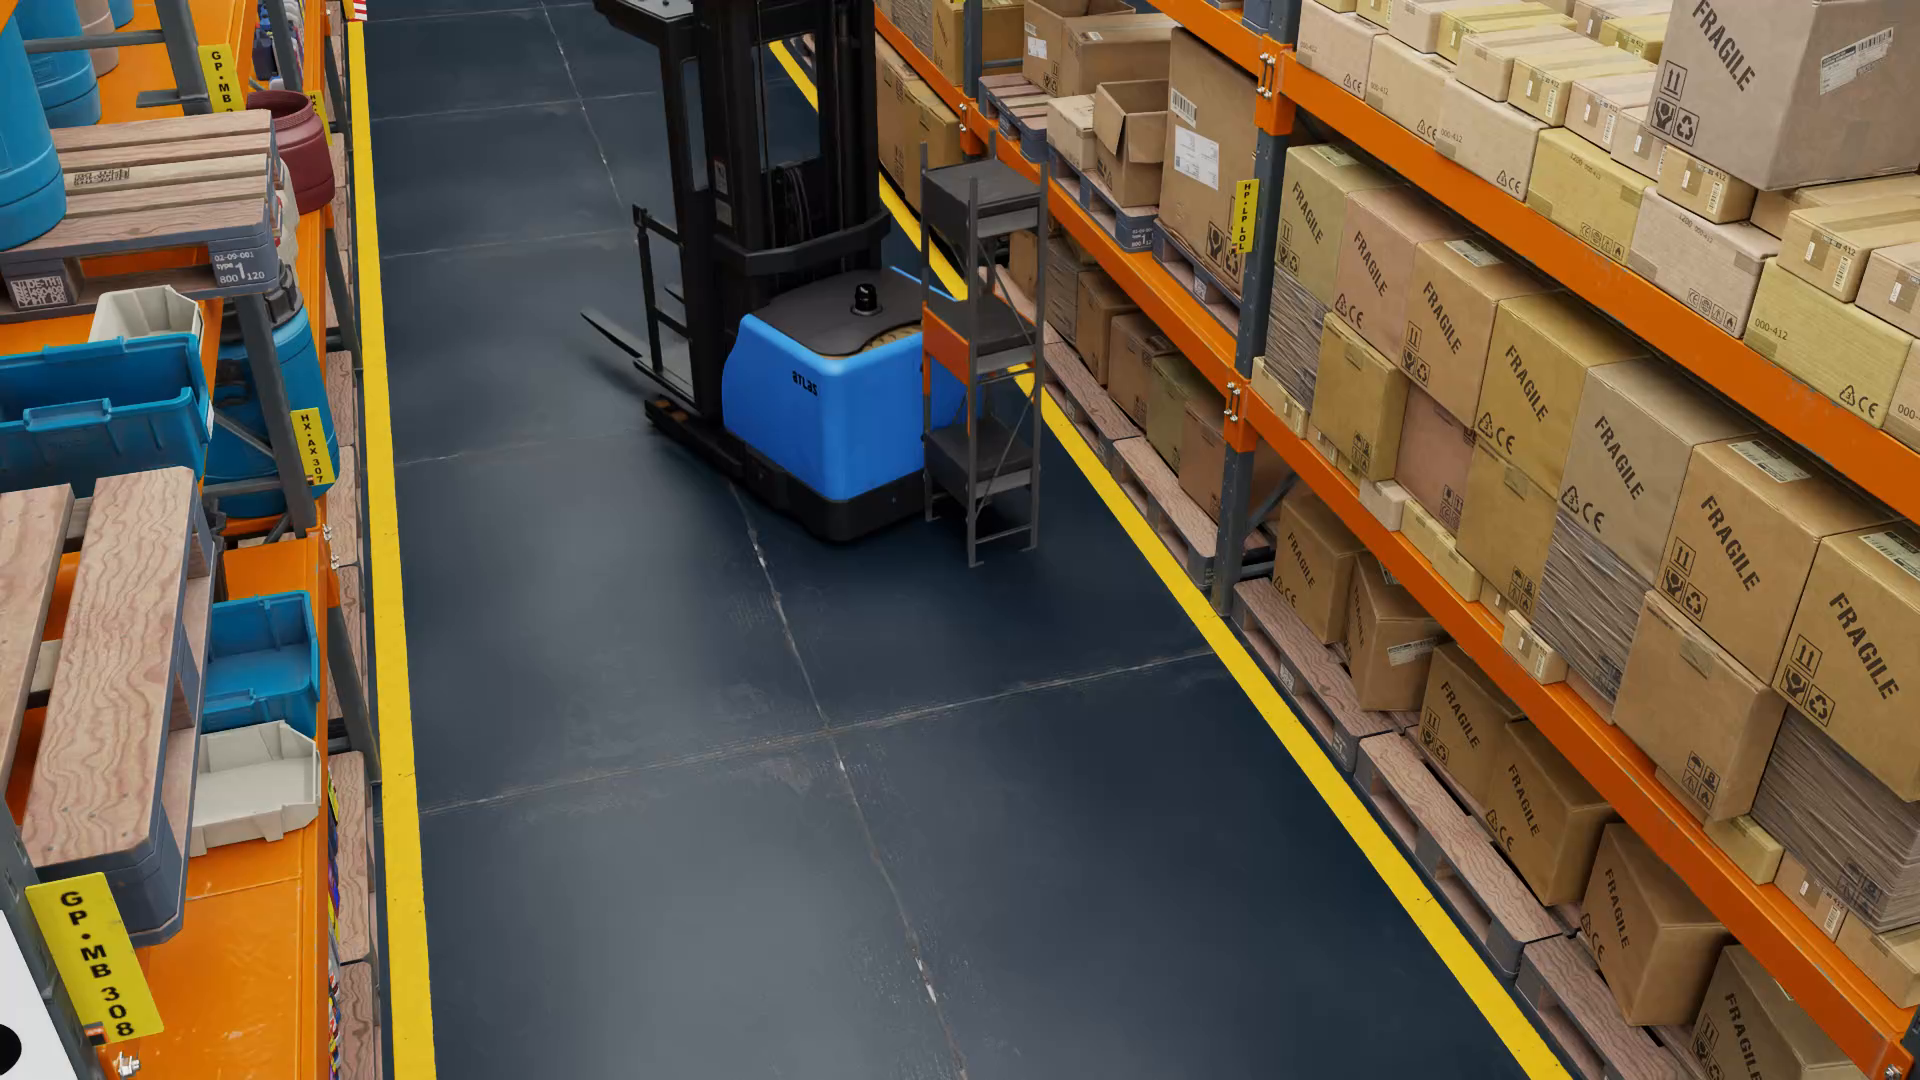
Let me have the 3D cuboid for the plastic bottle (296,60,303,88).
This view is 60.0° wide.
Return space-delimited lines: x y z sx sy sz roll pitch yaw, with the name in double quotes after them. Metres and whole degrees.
-4.318 -3.028 10.728 0.097 0.271 0.097 0 33 0 "plastic bottle"

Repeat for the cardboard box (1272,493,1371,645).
1.819 0.102 7.761 0.500 0.500 0.500 -11 35 -16 "cardboard box"

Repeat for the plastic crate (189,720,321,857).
-2.246 0.771 5.102 0.530 0.136 0.437 -10 35 -15 "plastic crate"

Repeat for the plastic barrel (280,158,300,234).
-3.685 -1.792 8.639 0.421 0.512 0.421 0 33 0 "plastic barrel"

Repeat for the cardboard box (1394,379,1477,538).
2.180 -0.387 6.255 0.875 0.500 0.500 -10 35 -15 "cardboard box"

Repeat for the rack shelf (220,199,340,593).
-3.592 -0.899 8.042 1.077 0.370 4.000 -10 35 -15 "rack shelf"

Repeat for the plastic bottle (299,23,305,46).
-4.627 -3.530 11.552 0.097 0.201 0.097 0 33 0 "plastic bottle"

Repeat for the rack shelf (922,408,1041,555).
0.107 -0.309 8.607 0.431 0.518 0.480 -16 37 -23 "rack shelf"

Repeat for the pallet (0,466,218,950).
-1.921 0.327 2.984 1.003 0.211 1.213 -10 35 -15 "pallet"

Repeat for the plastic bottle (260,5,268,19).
-4.801 -3.585 11.571 0.097 0.271 0.097 0 33 0 "plastic bottle"

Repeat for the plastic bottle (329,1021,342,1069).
-2.153 1.669 5.579 0.097 0.271 0.097 0 33 0 "plastic bottle"

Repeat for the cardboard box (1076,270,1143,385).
1.099 -1.289 9.848 0.700 0.500 0.500 -7 34 -11 "cardboard box"

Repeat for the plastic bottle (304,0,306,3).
-4.994 -4.145 12.415 0.152 0.276 0.135 -10 35 -15 "plastic bottle"

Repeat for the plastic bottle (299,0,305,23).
-4.831 -3.901 11.978 0.144 0.351 0.185 -10 35 -15 "plastic bottle"

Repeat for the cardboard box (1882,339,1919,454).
2.566 -0.281 3.870 0.500 0.250 0.500 -9 35 -14 "cardboard box"

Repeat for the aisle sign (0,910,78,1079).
-1.461 0.855 2.377 0.394 0.787 0.004 -10 35 -15 "aisle sign"

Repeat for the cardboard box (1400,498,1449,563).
1.918 -0.062 6.350 0.380 0.149 0.250 -10 35 -15 "cardboard box"

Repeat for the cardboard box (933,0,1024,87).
0.128 -3.341 10.995 0.500 0.500 0.500 -9 35 -13 "cardboard box"

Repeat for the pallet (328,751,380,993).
-2.817 1.374 6.479 1.003 0.211 1.213 -10 35 -15 "pallet"

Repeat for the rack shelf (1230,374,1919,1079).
2.345 0.368 6.125 1.077 0.370 4.000 -10 35 -15 "rack shelf"

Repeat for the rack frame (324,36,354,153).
-5.423 -4.349 12.611 1.000 3.000 0.127 -10 35 -15 "rack frame"

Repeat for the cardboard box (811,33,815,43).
-0.831 -4.831 14.886 0.875 0.875 0.875 -10 35 -15 "cardboard box"

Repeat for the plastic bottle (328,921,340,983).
-2.308 1.450 5.907 0.152 0.276 0.135 -9 35 -14 "plastic bottle"

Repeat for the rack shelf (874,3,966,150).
-0.096 -3.832 12.481 1.077 0.370 4.000 -10 35 -15 "rack shelf"

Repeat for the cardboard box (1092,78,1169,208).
1.118 -2.095 8.725 0.797 0.503 0.637 -7 34 -10 "cardboard box"

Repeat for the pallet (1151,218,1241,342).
1.640 -1.328 8.213 1.003 0.211 1.213 -10 35 -15 "pallet"

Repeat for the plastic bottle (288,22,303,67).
-4.495 -3.323 11.103 0.144 0.351 0.185 -10 35 -15 "plastic bottle"

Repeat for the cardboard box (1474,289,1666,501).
2.099 -0.501 5.519 0.500 0.500 0.500 -10 35 -15 "cardboard box"

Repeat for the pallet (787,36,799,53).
-1.239 -5.073 16.236 1.003 0.211 1.213 -10 35 -15 "pallet"

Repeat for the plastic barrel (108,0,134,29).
-3.743 -2.527 6.678 0.600 0.901 0.708 -10 35 -15 "plastic barrel"

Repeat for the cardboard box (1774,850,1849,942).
2.596 0.977 4.779 0.380 0.149 0.250 -10 35 -15 "cardboard box"

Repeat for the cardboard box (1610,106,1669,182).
2.144 -1.167 4.848 0.380 0.149 0.250 -12 35 -17 "cardboard box"

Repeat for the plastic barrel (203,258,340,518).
-2.812 -0.612 6.501 0.600 0.901 0.708 -10 35 -15 "plastic barrel"

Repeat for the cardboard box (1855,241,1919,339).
2.417 -0.612 4.009 0.380 0.149 0.250 -12 35 -17 "cardboard box"

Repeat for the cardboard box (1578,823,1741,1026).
2.565 1.347 5.877 0.500 0.500 0.500 -1 33 -2 "cardboard box"

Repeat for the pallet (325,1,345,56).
-6.428 -4.847 15.893 1.003 0.211 1.213 -10 35 -15 "pallet"

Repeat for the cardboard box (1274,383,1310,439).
1.578 -0.580 7.135 0.380 0.149 0.250 -10 35 -15 "cardboard box"

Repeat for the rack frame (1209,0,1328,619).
1.735 -0.982 7.515 1.000 3.000 0.127 -10 35 -15 "rack frame"

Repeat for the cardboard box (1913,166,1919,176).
2.824 -0.968 4.548 0.380 0.149 0.250 -10 35 -15 "cardboard box"

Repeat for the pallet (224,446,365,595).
-3.635 -0.033 8.609 1.003 0.211 1.213 -10 35 -15 "pallet"

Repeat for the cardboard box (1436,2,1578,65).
1.865 -1.719 5.684 0.380 0.149 0.250 -9 35 -13 "cardboard box"

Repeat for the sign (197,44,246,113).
-2.455 -1.491 5.557 0.100 0.325 0.005 -10 35 -15 "sign"

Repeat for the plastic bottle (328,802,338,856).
-2.511 1.062 6.426 0.144 0.351 0.185 -11 35 -16 "plastic bottle"

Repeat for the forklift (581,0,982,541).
-1.189 -1.961 9.059 1.130 2.935 3.031 -24 41 -32 "forklift"

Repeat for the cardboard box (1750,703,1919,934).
2.813 0.659 4.672 0.875 0.500 0.500 -10 35 -15 "cardboard box"

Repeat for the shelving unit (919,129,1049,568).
0.107 -0.904 8.214 0.431 2.100 0.503 -16 37 -23 "shelving unit"

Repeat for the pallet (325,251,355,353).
-4.483 -1.493 10.818 1.003 0.211 1.213 -10 35 -15 "pallet"

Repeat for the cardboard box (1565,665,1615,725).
2.274 0.454 5.569 0.380 0.149 0.250 -10 35 -15 "cardboard box"

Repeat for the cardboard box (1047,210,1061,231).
0.747 -2.189 10.530 0.500 0.250 0.500 -9 34 -13 "cardboard box"

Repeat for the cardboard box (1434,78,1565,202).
1.936 -1.352 5.490 0.500 0.250 0.500 -11 35 -17 "cardboard box"

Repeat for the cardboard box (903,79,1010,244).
0.324 -2.737 11.717 1.225 0.875 0.875 -12 35 -17 "cardboard box"
